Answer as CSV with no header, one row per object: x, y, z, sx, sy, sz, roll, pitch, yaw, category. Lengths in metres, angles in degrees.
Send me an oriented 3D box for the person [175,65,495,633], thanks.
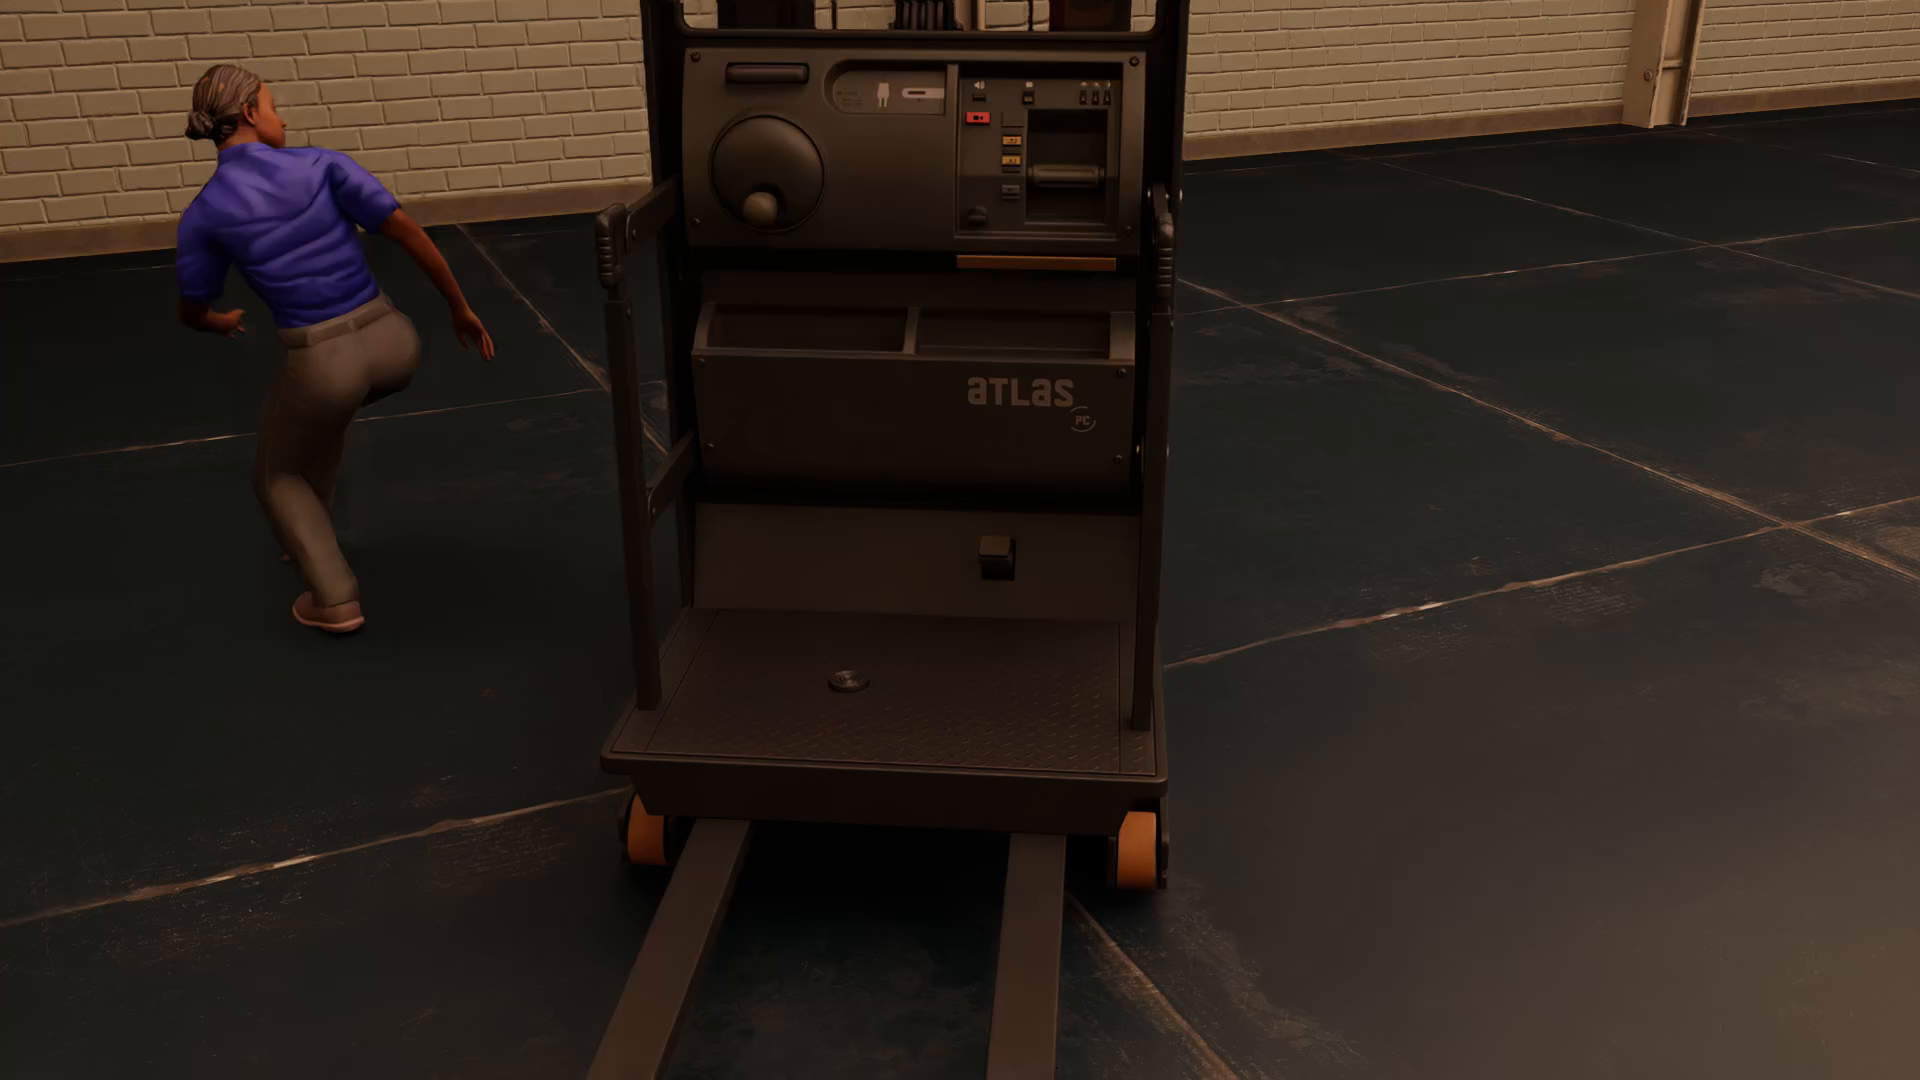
-1.733,-0.534,4.523,0.683,1.466,0.739,-18,29,-37,person

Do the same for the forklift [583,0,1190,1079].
-0.113,-0.773,3.147,1.130,2.935,3.031,2,23,5,forklift
